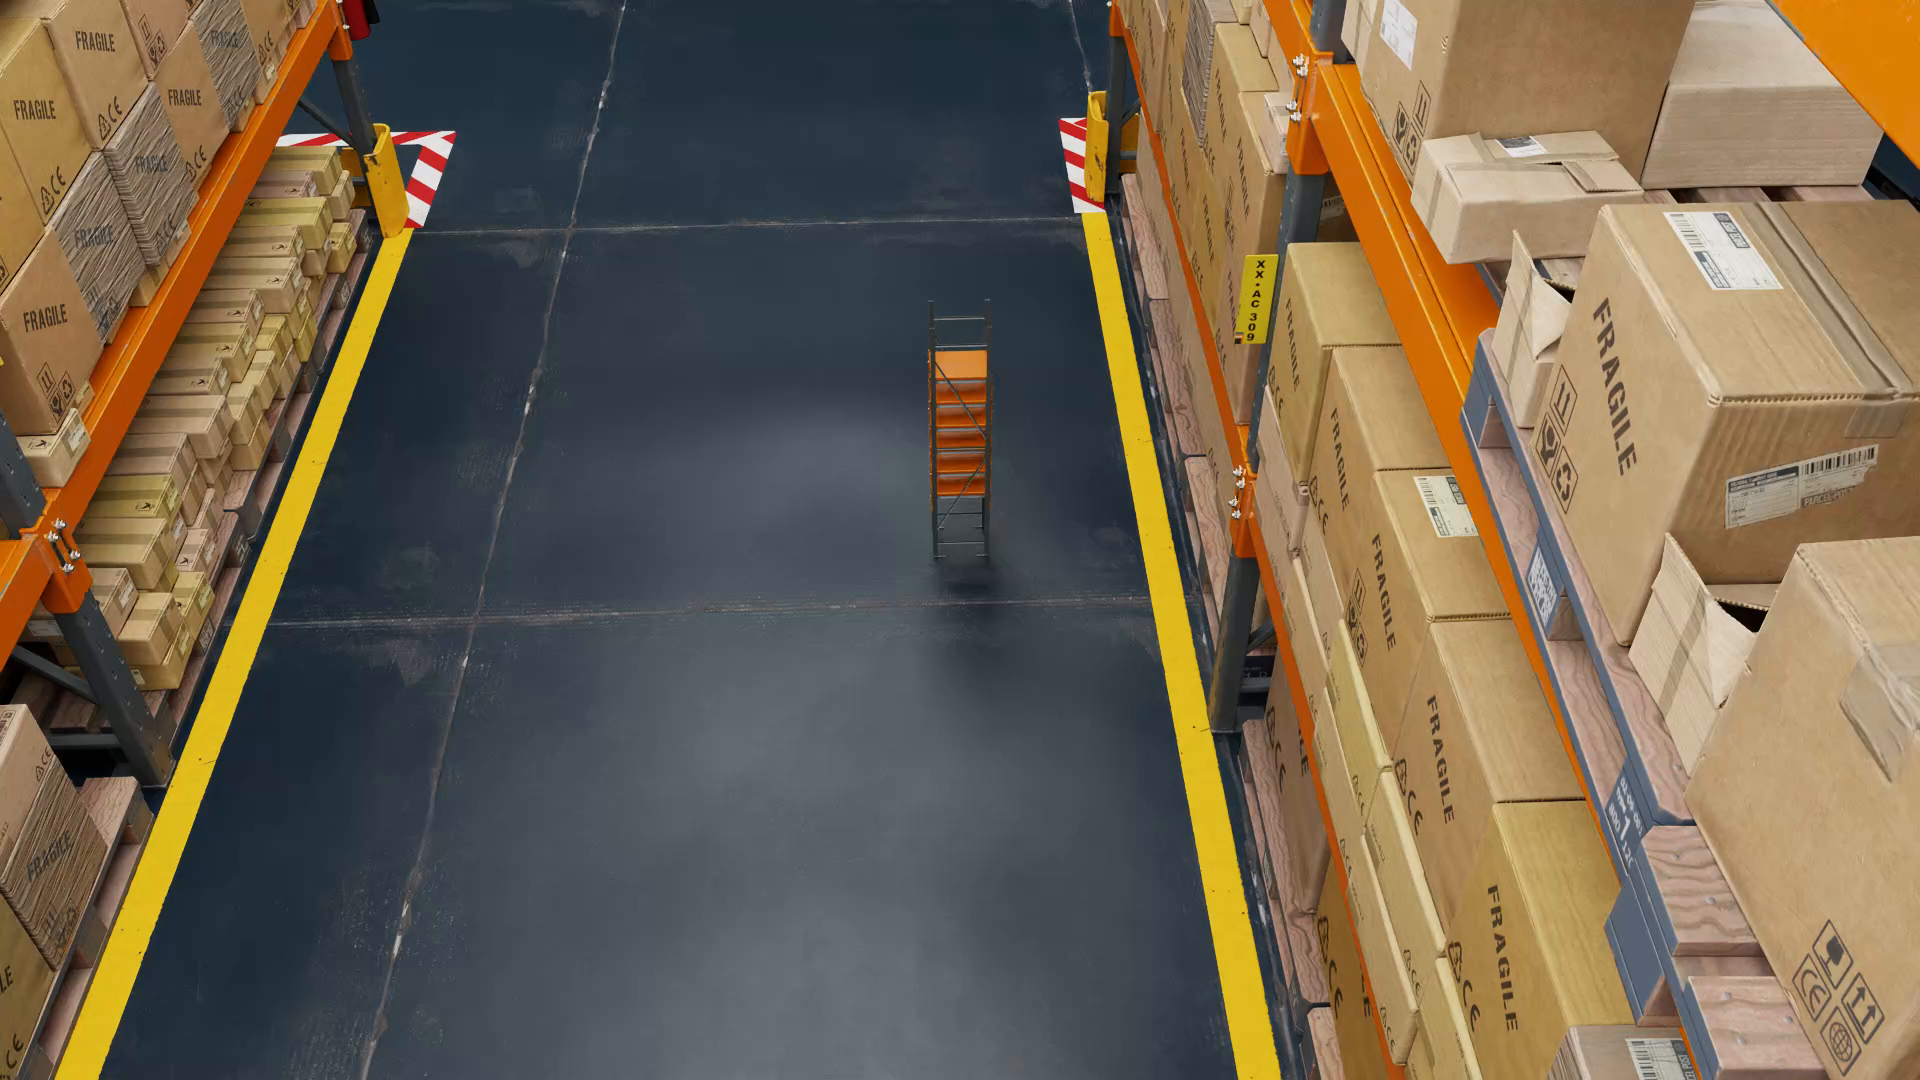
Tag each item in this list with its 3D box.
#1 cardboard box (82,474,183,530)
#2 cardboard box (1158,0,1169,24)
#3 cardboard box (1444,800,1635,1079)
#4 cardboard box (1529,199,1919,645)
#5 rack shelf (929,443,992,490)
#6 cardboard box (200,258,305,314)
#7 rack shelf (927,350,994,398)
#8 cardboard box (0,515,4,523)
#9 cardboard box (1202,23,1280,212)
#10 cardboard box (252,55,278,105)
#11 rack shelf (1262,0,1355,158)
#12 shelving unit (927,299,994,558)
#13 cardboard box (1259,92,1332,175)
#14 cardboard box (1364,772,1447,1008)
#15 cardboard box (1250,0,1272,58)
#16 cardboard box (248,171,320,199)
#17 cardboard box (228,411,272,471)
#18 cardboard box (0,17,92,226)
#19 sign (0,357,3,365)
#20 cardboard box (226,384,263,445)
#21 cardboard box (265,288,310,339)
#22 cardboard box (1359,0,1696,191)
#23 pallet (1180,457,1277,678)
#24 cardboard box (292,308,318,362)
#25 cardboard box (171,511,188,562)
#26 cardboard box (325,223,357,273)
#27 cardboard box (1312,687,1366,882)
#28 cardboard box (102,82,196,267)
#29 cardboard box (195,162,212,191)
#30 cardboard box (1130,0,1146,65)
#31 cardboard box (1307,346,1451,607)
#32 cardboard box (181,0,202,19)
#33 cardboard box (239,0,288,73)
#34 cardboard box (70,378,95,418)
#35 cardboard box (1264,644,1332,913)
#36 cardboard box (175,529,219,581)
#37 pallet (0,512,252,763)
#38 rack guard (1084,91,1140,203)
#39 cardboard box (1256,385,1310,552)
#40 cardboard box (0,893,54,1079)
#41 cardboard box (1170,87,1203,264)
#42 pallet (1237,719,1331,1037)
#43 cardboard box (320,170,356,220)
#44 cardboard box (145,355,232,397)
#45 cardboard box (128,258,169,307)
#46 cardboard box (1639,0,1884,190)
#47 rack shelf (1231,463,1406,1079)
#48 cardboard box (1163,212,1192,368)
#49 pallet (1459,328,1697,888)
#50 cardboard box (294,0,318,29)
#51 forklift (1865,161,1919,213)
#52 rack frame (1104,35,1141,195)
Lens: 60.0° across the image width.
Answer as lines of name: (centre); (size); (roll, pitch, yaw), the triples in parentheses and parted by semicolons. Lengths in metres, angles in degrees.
cardboard box: (-3.293, -0.118, 6.518); (0.380, 0.149, 0.250); (-2, 43, -2)
cardboard box: (1.093, -2.487, 6.930); (0.500, 0.500, 0.500); (-2, 43, -2)
cardboard box: (1.310, 0.862, 3.276); (0.500, 0.500, 0.500); (-2, 43, -2)
cardboard box: (1.274, -0.188, 2.631); (0.500, 0.500, 0.500); (-1, 43, -1)
rack shelf: (0.001, -0.311, 6.945); (0.258, 0.103, 0.180); (-2, 43, -2)
cardboard box: (-3.261, -1.174, 7.670); (0.380, 0.149, 0.250); (0, 43, 0)
rack shelf: (0.001, -0.665, 6.621); (0.258, 0.103, 0.180); (-2, 43, -2)
cardboard box: (-3.816, -0.094, 6.492); (0.380, 0.149, 0.250); (-2, 43, -2)
cardboard box: (1.159, -1.468, 5.818); (0.500, 0.500, 0.500); (-2, 43, -2)
cardboard box: (-3.314, -2.086, 7.491); (0.380, 0.149, 0.250); (-1, 43, -1)
rack shelf: (1.383, -2.600, 6.180); (1.077, 0.370, 4.000); (-2, 43, -2)
shelving unit: (0.001, -0.433, 6.834); (0.258, 1.200, 0.189); (-2, 43, -2)
cardboard box: (1.137, -1.253, 5.103); (0.380, 0.149, 0.250); (-2, 43, -3)
cardboard box: (1.274, 0.800, 3.898); (0.500, 0.250, 0.500); (-3, 43, -3)
cardboard box: (1.205, -1.773, 5.670); (0.380, 0.149, 0.250); (-2, 43, -2)
cardboard box: (-3.414, -1.702, 8.245); (0.380, 0.149, 0.250); (-1, 43, -1)
cardboard box: (-3.263, -0.433, 7.302); (0.380, 0.149, 0.250); (-3, 43, -3)
cardboard box: (-3.286, -1.376, 5.497); (0.500, 0.500, 0.500); (-3, 43, -3)
sign: (-2.919, -0.645, 4.876); (0.100, 0.325, 0.005); (-2, 43, -2)
cardboard box: (-3.260, -0.539, 7.197); (0.380, 0.149, 0.250); (-2, 43, -2)
cardboard box: (-3.277, -1.065, 7.771); (0.380, 0.149, 0.250); (-1, 43, -1)
cardboard box: (1.216, -1.104, 3.630); (0.500, 0.500, 0.500); (-2, 43, -3)
pallet: (1.514, 0.103, 6.982); (1.003, 0.211, 1.213); (-2, 43, -2)
cardboard box: (-3.278, -0.966, 7.883); (0.380, 0.149, 0.250); (-3, 43, -4)
cardboard box: (-3.315, 0.002, 6.607); (0.380, 0.149, 0.250); (-2, 43, -2)
cardboard box: (-3.300, -1.484, 8.448); (0.380, 0.149, 0.250); (0, 43, 0)
cardboard box: (1.253, 0.646, 4.436); (0.500, 0.250, 0.500); (-2, 43, -2)
cardboard box: (-3.256, -1.362, 6.222); (0.500, 0.500, 0.500); (-2, 43, -3)
cardboard box: (-3.352, -1.544, 6.901); (0.380, 0.149, 0.250); (-1, 43, -1)
cardboard box: (1.081, -2.474, 7.655); (0.500, 0.500, 0.500); (-2, 43, -2)
cardboard box: (1.249, -0.167, 4.398); (0.500, 0.500, 0.500); (-2, 43, -2)
cardboard box: (-3.322, -2.420, 6.636); (0.500, 0.500, 0.500); (0, 43, 0)
cardboard box: (-3.350, -2.402, 7.357); (0.500, 0.500, 0.500); (-2, 43, -2)
cardboard box: (-3.243, -0.480, 5.739); (0.380, 0.149, 0.250); (0, 43, -1)
cardboard box: (1.575, 0.635, 5.599); (0.875, 0.875, 0.875); (0, 43, 0)
cardboard box: (-3.241, 0.096, 6.725); (0.380, 0.149, 0.250); (-2, 43, -2)
pallet: (-3.537, 0.376, 6.683); (1.003, 0.211, 1.213); (-2, 43, -2)
rack guard: (1.297, -2.205, 9.285); (1.175, 0.500, 0.348); (-2, 43, -2)
cardboard box: (1.205, -0.234, 5.026); (0.500, 0.250, 0.500); (-3, 43, -3)
cardboard box: (-3.168, 1.406, 5.035); (0.500, 0.500, 0.500); (-3, 43, -3)
cardboard box: (1.130, -1.438, 6.525); (0.500, 0.500, 0.500); (-2, 43, -2)
pallet: (1.576, 1.137, 5.853); (1.003, 0.211, 1.213); (-2, 43, -2)
cardboard box: (-3.335, -1.765, 8.535); (0.380, 0.149, 0.250); (-3, 43, -3)
cardboard box: (-3.350, -0.649, 7.097); (0.380, 0.149, 0.250); (-3, 43, -4)
cardboard box: (-3.258, -1.014, 6.322); (0.380, 0.149, 0.250); (-1, 43, -1)
cardboard box: (1.716, -1.048, 3.709); (0.500, 0.311, 0.500); (-2, 43, -2)
rack shelf: (1.553, 1.206, 4.247); (1.077, 0.370, 4.000); (-2, 43, -2)
cardboard box: (1.474, -1.260, 7.990); (0.875, 0.438, 0.875); (-1, 43, -1)
pallet: (1.507, 0.067, 2.877); (1.003, 0.211, 1.213); (0, 43, 0)
cardboard box: (-3.347, -2.595, 8.047); (0.380, 0.149, 0.250); (-2, 43, -2)
forklift: (3.388, -1.525, 6.745); (1.130, 2.935, 3.031); (-8, 43, -9)
rack frame: (1.298, -3.110, 8.423); (1.000, 3.000, 0.127); (-2, 43, -2)
